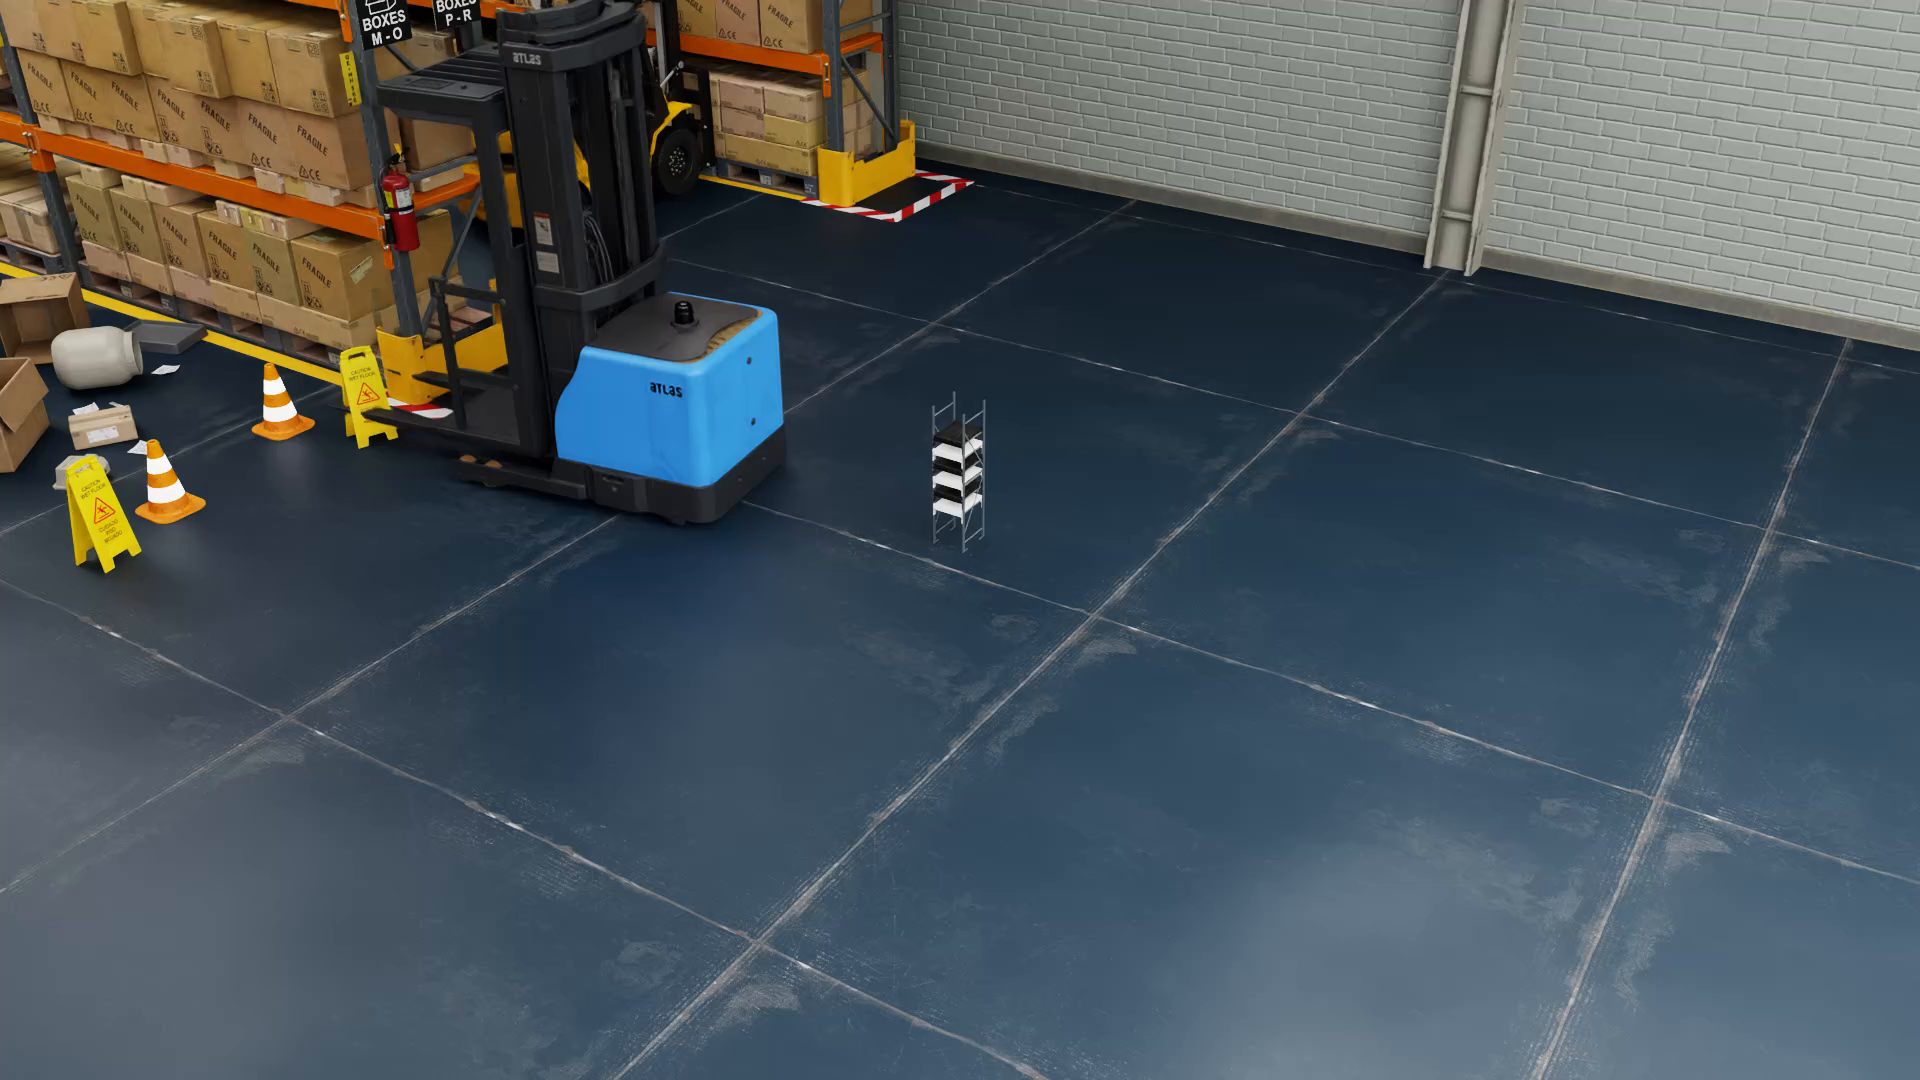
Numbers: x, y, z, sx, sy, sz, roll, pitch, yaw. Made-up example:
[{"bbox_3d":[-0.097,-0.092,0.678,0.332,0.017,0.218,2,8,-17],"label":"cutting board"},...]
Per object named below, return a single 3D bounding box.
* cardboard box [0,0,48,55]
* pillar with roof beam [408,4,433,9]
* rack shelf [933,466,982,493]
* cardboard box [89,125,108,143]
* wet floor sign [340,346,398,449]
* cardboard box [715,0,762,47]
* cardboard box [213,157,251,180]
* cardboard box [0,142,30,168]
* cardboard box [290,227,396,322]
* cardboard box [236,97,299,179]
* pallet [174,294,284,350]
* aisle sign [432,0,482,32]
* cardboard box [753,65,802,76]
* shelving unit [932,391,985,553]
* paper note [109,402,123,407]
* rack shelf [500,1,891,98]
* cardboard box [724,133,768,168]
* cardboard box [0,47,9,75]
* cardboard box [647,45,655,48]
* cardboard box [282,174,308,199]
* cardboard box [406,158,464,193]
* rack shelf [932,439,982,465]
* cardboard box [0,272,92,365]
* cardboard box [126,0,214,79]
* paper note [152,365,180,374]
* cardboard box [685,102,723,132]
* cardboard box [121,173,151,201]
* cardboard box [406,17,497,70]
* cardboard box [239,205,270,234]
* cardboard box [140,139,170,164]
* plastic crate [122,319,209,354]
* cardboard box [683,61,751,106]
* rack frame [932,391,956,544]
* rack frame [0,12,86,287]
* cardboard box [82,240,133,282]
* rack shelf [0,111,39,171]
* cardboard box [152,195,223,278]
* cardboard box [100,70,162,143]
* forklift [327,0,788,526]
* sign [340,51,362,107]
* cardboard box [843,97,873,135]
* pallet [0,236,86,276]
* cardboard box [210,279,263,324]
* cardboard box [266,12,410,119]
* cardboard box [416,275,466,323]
[{"bbox_3d":[-6.645,-3.955,12.339,0.500,0.500,0.700,17,34,27],"label":"cardboard box"},{"bbox_3d":[-8.360,-7.543,13.921,0.400,9.000,9.100,18,35,27],"label":"pillar with roof beam"},{"bbox_3d":[-0.007,-0.362,9.716,0.200,0.077,0.258,18,35,27],"label":"rack shelf"},{"bbox_3d":[-6.323,-3.129,12.558,0.250,0.149,0.380,17,34,27],"label":"cardboard box"},{"bbox_3d":[-3.922,-0.966,10.938,0.267,0.644,0.232,-21,36,-32],"label":"wet floor sign"},{"bbox_3d":[-1.869,-4.816,15.102,0.500,0.500,0.500,19,35,29],"label":"cardboard box"},{"bbox_3d":[-5.065,-2.704,11.829,0.250,0.149,0.380,17,34,27],"label":"cardboard box"},{"bbox_3d":[-8.548,-3.125,14.493,0.625,0.372,0.950,19,35,29],"label":"cardboard box"},{"bbox_3d":[-4.331,-1.912,11.790,0.500,0.500,0.500,18,35,28],"label":"cardboard box"},{"bbox_3d":[-4.542,-2.826,11.396,0.500,0.500,0.500,18,35,27],"label":"cardboard box"},{"bbox_3d":[-5.277,-1.866,12.912,1.213,0.211,1.003,18,35,27],"label":"pallet"},{"bbox_3d":[-3.297,-3.729,10.758,0.004,0.787,0.394,18,35,27],"label":"aisle sign"},{"bbox_3d":[-1.610,-4.378,15.769,0.500,0.250,0.500,18,35,27],"label":"cardboard box"},{"bbox_3d":[-0.007,-0.391,9.699,0.210,0.900,0.258,18,35,27],"label":"shelving unit"},{"bbox_3d":[-5.847,-0.938,11.520,0.123,0.001,0.032,18,35,27],"label":"paper note"},{"bbox_3d":[-2.572,-4.835,15.948,4.000,0.370,1.077,18,35,27],"label":"rack shelf"},{"bbox_3d":[-1.861,-3.732,15.655,0.500,0.250,0.500,18,35,27],"label":"cardboard box"},{"bbox_3d":[-7.415,-3.941,12.890,0.500,0.500,0.500,17,34,26],"label":"cardboard box"},{"bbox_3d":[-2.888,-4.787,16.471,0.500,0.250,0.500,18,35,28],"label":"cardboard box"},{"bbox_3d":[-4.424,-2.489,11.462,0.250,0.149,0.380,17,34,27],"label":"cardboard box"},{"bbox_3d":[-3.692,-2.561,11.586,0.250,0.149,0.380,18,35,28],"label":"cardboard box"},{"bbox_3d":[-0.007,-0.518,9.626,0.200,0.077,0.258,18,35,27],"label":"rack shelf"},{"bbox_3d":[-6.718,-1.616,12.193,0.500,0.500,0.500,-9,32,-15],"label":"cardboard box"},{"bbox_3d":[-5.323,-3.562,11.665,0.500,0.500,0.700,17,34,27],"label":"cardboard box"},{"bbox_3d":[-5.736,-1.236,12.010,0.148,0.019,0.142,6,31,10],"label":"paper note"},{"bbox_3d":[-2.324,-4.085,15.764,0.500,0.250,0.500,17,34,26],"label":"cardboard box"},{"bbox_3d":[-6.036,-2.691,12.482,0.250,0.149,0.380,19,35,29],"label":"cardboard box"},{"bbox_3d":[-5.367,-5.183,17.771,0.625,0.625,0.875,17,34,27],"label":"cardboard box"},{"bbox_3d":[-4.889,-2.330,11.864,0.250,0.149,0.380,18,35,28],"label":"cardboard box"},{"bbox_3d":[-5.727,-2.886,12.141,0.250,0.149,0.380,18,35,28],"label":"cardboard box"},{"bbox_3d":[-6.008,-1.530,12.466,0.583,0.080,0.402,6,31,10],"label":"plastic crate"},{"bbox_3d":[-2.303,-4.291,15.621,0.500,0.250,0.500,18,35,28],"label":"cardboard box"},{"bbox_3d":[-0.093,-0.418,9.746,0.006,0.900,0.240,18,35,27],"label":"rack frame"},{"bbox_3d":[-6.902,-3.562,13.052,0.127,3.000,1.000,18,35,27],"label":"rack frame"},{"bbox_3d":[-6.546,-2.283,13.170,0.500,0.250,0.500,16,34,25],"label":"cardboard box"},{"bbox_3d":[-8.596,-3.787,14.151,4.000,0.370,1.077,18,35,27],"label":"rack shelf"},{"bbox_3d":[-5.648,-2.328,12.505,0.500,0.500,0.500,20,36,30],"label":"cardboard box"},{"bbox_3d":[-5.822,-3.232,12.092,0.500,0.500,0.500,17,34,27],"label":"cardboard box"},{"bbox_3d":[-2.674,-1.828,10.148,3.031,2.935,1.130,12,32,20],"label":"forklift"},{"bbox_3d":[-3.826,-2.896,10.447,0.005,0.325,0.100,18,35,27],"label":"sign"},{"bbox_3d":[-1.166,-4.034,15.677,0.500,0.250,0.500,18,35,28],"label":"cardboard box"},{"bbox_3d":[-7.562,-2.566,14.111,1.213,0.211,1.003,18,35,27],"label":"pallet"},{"bbox_3d":[-5.223,-1.866,12.456,0.500,0.250,0.500,16,34,26],"label":"cardboard box"},{"bbox_3d":[-4.063,-3.138,10.938,0.500,0.500,0.700,17,34,26],"label":"cardboard box"},{"bbox_3d":[-4.050,-1.818,12.375,0.500,0.250,0.500,17,34,27],"label":"cardboard box"}]
